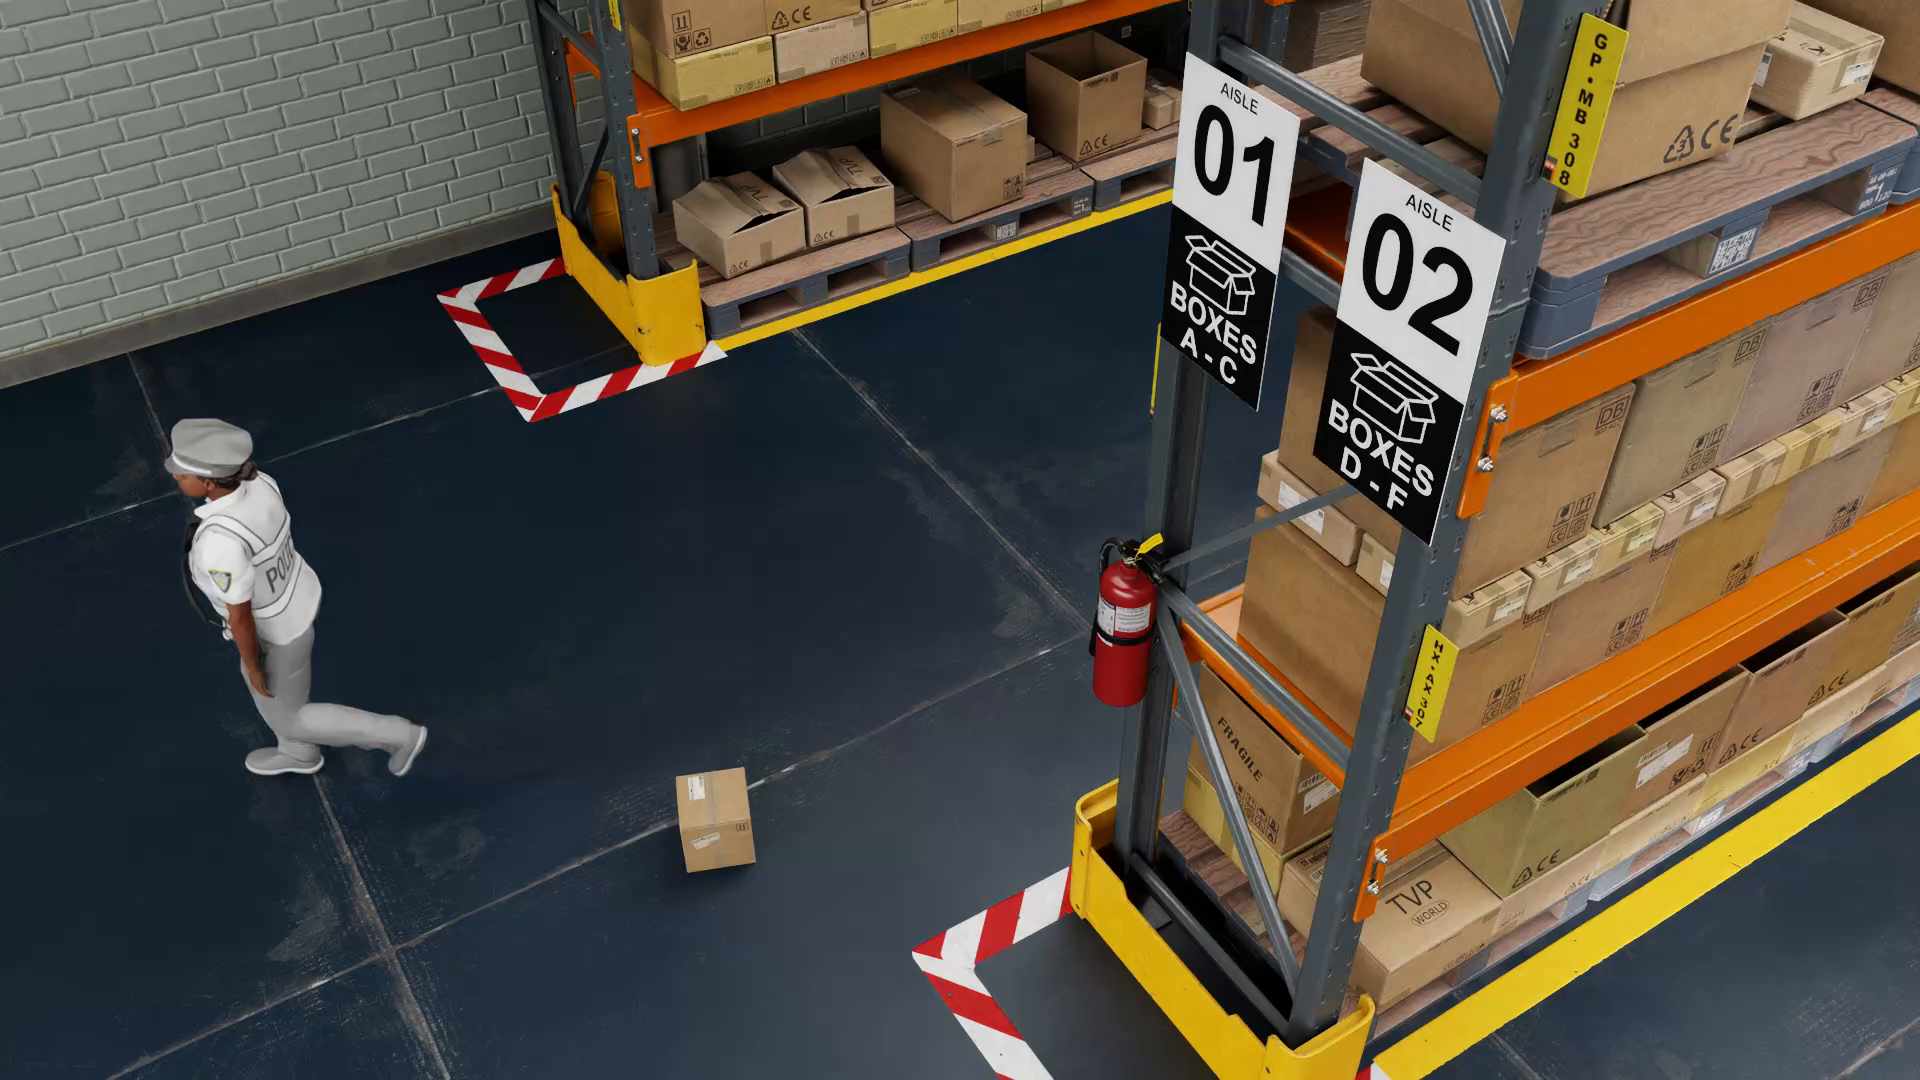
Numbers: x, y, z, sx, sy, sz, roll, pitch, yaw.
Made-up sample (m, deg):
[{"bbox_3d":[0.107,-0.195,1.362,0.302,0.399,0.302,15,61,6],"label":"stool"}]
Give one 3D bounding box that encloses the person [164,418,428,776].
[{"bbox_3d":[-2.359,0.282,5.792,0.744,1.659,0.464,-2,41,-2],"label":"person"}]
